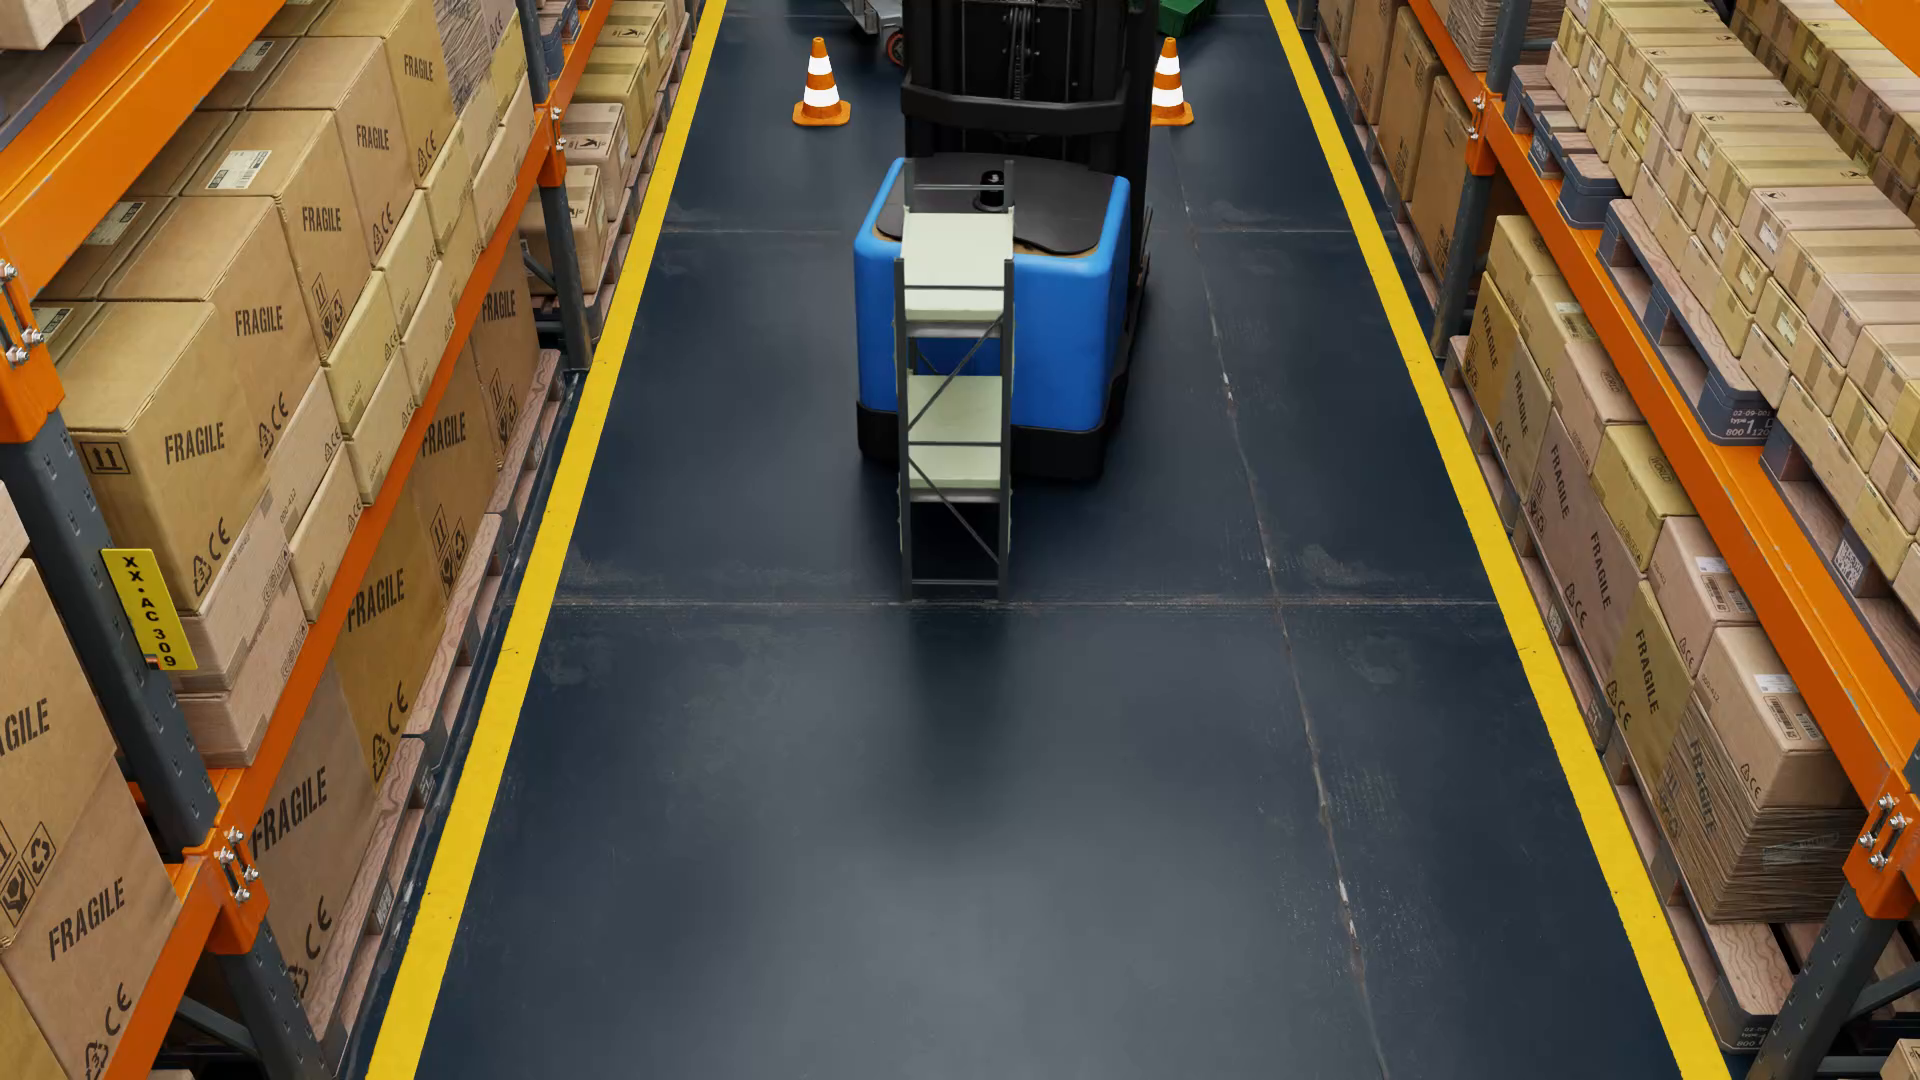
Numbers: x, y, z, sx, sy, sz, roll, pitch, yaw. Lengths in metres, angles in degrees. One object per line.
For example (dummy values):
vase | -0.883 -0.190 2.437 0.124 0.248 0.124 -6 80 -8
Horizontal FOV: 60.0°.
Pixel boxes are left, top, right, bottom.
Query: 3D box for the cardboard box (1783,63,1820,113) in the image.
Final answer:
cardboard box | 3.190 -1.594 5.967 0.380 0.149 0.250 1 39 1

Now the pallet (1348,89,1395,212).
pallet | 2.805 -2.218 9.349 1.003 0.211 1.213 0 39 0

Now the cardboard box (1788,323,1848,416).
cardboard box | 2.532 -0.472 4.568 0.380 0.149 0.250 -1 39 -2

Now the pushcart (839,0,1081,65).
pushcart | 0.055 -3.496 10.811 1.648 0.377 0.936 -13 40 -16

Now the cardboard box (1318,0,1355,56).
cardboard box | 2.815 -3.451 10.121 1.050 0.750 0.750 0 39 0

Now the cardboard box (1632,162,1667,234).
cardboard box | 2.533 -1.166 5.671 0.380 0.149 0.250 1 39 1

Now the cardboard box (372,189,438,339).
cardboard box | -1.940 -0.853 5.137 0.500 0.250 0.500 -1 39 -1

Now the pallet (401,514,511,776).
pallet | -2.297 0.357 6.136 1.003 0.211 1.213 0 39 0

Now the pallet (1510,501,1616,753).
pallet | 2.727 0.286 6.224 1.003 0.211 1.213 0 39 0

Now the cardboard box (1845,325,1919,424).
cardboard box | 2.539 -0.429 4.276 0.380 0.149 0.250 -1 39 -1

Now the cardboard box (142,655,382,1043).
cardboard box | -2.297 0.794 4.724 0.875 0.875 0.875 1 39 1

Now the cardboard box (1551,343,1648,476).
cardboard box | 2.476 -0.475 6.007 0.500 0.250 0.500 0 39 0

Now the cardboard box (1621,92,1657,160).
cardboard box | 2.536 -1.437 5.772 0.380 0.149 0.250 0 39 0

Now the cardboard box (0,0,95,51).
cardboard box | -1.867 -1.079 3.071 0.396 0.266 0.258 0 39 0

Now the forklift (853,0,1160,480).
forklift | 0.341 -2.317 7.297 1.130 2.935 3.031 7 39 8

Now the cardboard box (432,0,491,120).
cardboard box | -1.950 -1.770 5.681 0.500 0.500 0.500 1 39 1

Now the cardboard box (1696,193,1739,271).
cardboard box | 2.536 -0.957 5.173 0.380 0.149 0.250 1 39 2

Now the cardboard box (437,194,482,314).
cardboard box | -1.960 -0.976 5.689 0.500 0.250 0.500 0 39 -1

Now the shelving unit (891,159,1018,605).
shelving unit | -0.012 -0.571 6.263 0.431 1.500 0.755 1 39 1

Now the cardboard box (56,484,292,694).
cardboard box | -1.935 0.104 3.941 0.500 0.250 0.500 -1 39 -1

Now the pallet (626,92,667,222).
pallet | -2.219 -2.147 9.260 1.003 0.211 1.213 0 39 0

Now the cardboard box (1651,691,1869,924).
cardboard box | 2.481 0.798 5.018 0.500 0.500 0.500 -1 39 -1

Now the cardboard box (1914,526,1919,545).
cardboard box | 2.536 0.019 3.955 0.380 0.149 0.250 1 39 1

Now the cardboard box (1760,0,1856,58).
cardboard box | 3.186 -1.887 6.095 0.380 0.149 0.250 0 39 -1

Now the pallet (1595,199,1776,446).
pallet | 2.772 -0.739 5.427 1.003 0.211 1.213 0 39 0

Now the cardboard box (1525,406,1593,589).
cardboard box | 2.484 -0.162 6.217 0.500 0.500 0.500 -1 39 -1

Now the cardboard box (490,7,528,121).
cardboard box | -1.966 -1.819 6.341 0.500 0.250 0.500 0 39 0

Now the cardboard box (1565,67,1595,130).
cardboard box | 2.528 -1.670 6.300 0.380 0.149 0.250 2 39 2

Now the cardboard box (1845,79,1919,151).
cardboard box | 3.185 -1.405 5.494 0.380 0.149 0.250 0 39 0

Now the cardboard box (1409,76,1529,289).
cardboard box | 2.819 -1.719 7.959 1.050 0.750 0.750 -1 39 -1

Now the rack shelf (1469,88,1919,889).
rack shelf | 2.732 -0.520 5.576 1.077 0.370 4.000 0 39 0

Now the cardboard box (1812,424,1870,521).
cardboard box | 2.536 -0.183 4.445 0.380 0.149 0.250 0 39 0

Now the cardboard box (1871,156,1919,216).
cardboard box | 3.189 -1.119 5.374 0.380 0.149 0.250 1 39 1

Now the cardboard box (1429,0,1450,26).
cardboard box | 2.461 -2.684 7.621 0.500 0.500 0.500 0 39 0

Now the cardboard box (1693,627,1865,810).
cardboard box | 2.480 0.503 4.787 0.500 0.250 0.500 -1 39 -1

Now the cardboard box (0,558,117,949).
cardboard box | -1.939 0.382 2.995 0.500 0.500 0.500 0 39 0

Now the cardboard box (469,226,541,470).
cardboard box | -2.303 -0.888 6.823 0.875 0.875 0.875 0 39 0

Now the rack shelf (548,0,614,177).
rack shelf | -2.223 -2.955 8.614 1.077 0.370 4.000 0 39 0

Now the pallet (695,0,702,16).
pallet | -2.261 -3.818 11.346 1.003 0.211 1.213 0 39 0

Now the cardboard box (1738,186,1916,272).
cardboard box | 2.537 -0.914 4.882 0.380 0.149 0.250 -2 39 -2

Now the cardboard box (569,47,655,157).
cardboard box | -2.215 -2.413 9.127 0.950 0.372 0.625 1 39 1

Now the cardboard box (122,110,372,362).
cardboard box | -1.955 -0.820 4.495 0.500 0.500 0.500 -1 39 -1

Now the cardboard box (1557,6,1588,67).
cardboard box | 2.529 -1.931 6.389 0.380 0.149 0.250 2 39 2

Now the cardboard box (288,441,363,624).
cardboard box | -1.955 -0.024 4.501 0.500 0.250 0.500 -1 39 -1

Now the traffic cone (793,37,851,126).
traffic cone | -0.824 -2.722 9.777 0.336 0.463 0.334 0 39 0

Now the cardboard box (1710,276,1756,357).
cardboard box | 2.531 -0.679 5.064 0.380 0.149 0.250 2 39 2

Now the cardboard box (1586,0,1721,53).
cardboard box | 2.539 -1.893 6.102 0.380 0.149 0.250 -1 39 -1

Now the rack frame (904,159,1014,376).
rack frame | -0.004 -0.800 6.549 0.400 1.500 0.023 1 39 1

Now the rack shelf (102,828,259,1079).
rack shelf | -2.214 2.048 2.371 1.077 0.370 4.000 0 39 0

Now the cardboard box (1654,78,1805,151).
cardboard box | 2.537 -1.404 5.493 0.380 0.149 0.250 2 39 2

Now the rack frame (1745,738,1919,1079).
rack frame | 2.737 0.450 3.790 0.949 2.616 0.053 0 39 0
